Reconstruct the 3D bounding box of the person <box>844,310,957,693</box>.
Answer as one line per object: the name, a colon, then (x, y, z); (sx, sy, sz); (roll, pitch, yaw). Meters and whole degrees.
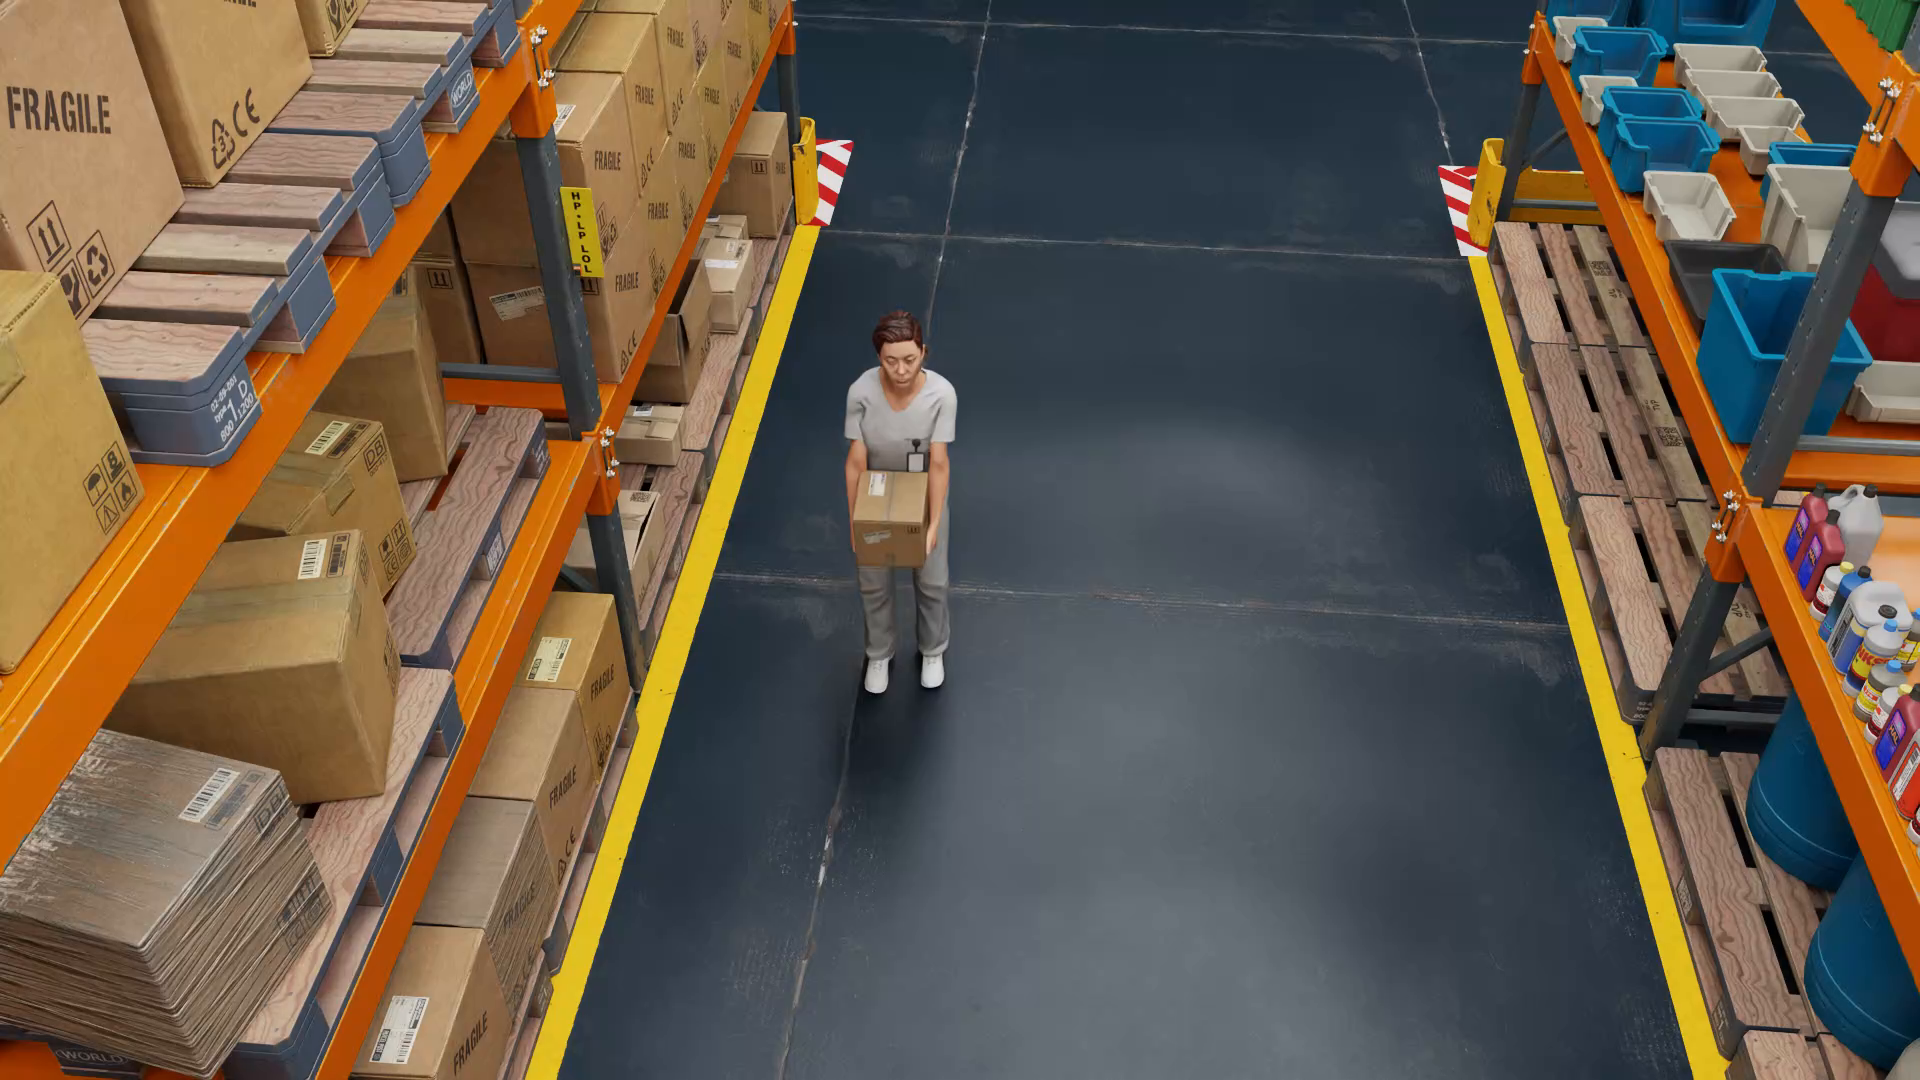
person: (-0.223, -0.085, 6.268); (0.410, 1.669, 0.507); (3, 40, 3)
